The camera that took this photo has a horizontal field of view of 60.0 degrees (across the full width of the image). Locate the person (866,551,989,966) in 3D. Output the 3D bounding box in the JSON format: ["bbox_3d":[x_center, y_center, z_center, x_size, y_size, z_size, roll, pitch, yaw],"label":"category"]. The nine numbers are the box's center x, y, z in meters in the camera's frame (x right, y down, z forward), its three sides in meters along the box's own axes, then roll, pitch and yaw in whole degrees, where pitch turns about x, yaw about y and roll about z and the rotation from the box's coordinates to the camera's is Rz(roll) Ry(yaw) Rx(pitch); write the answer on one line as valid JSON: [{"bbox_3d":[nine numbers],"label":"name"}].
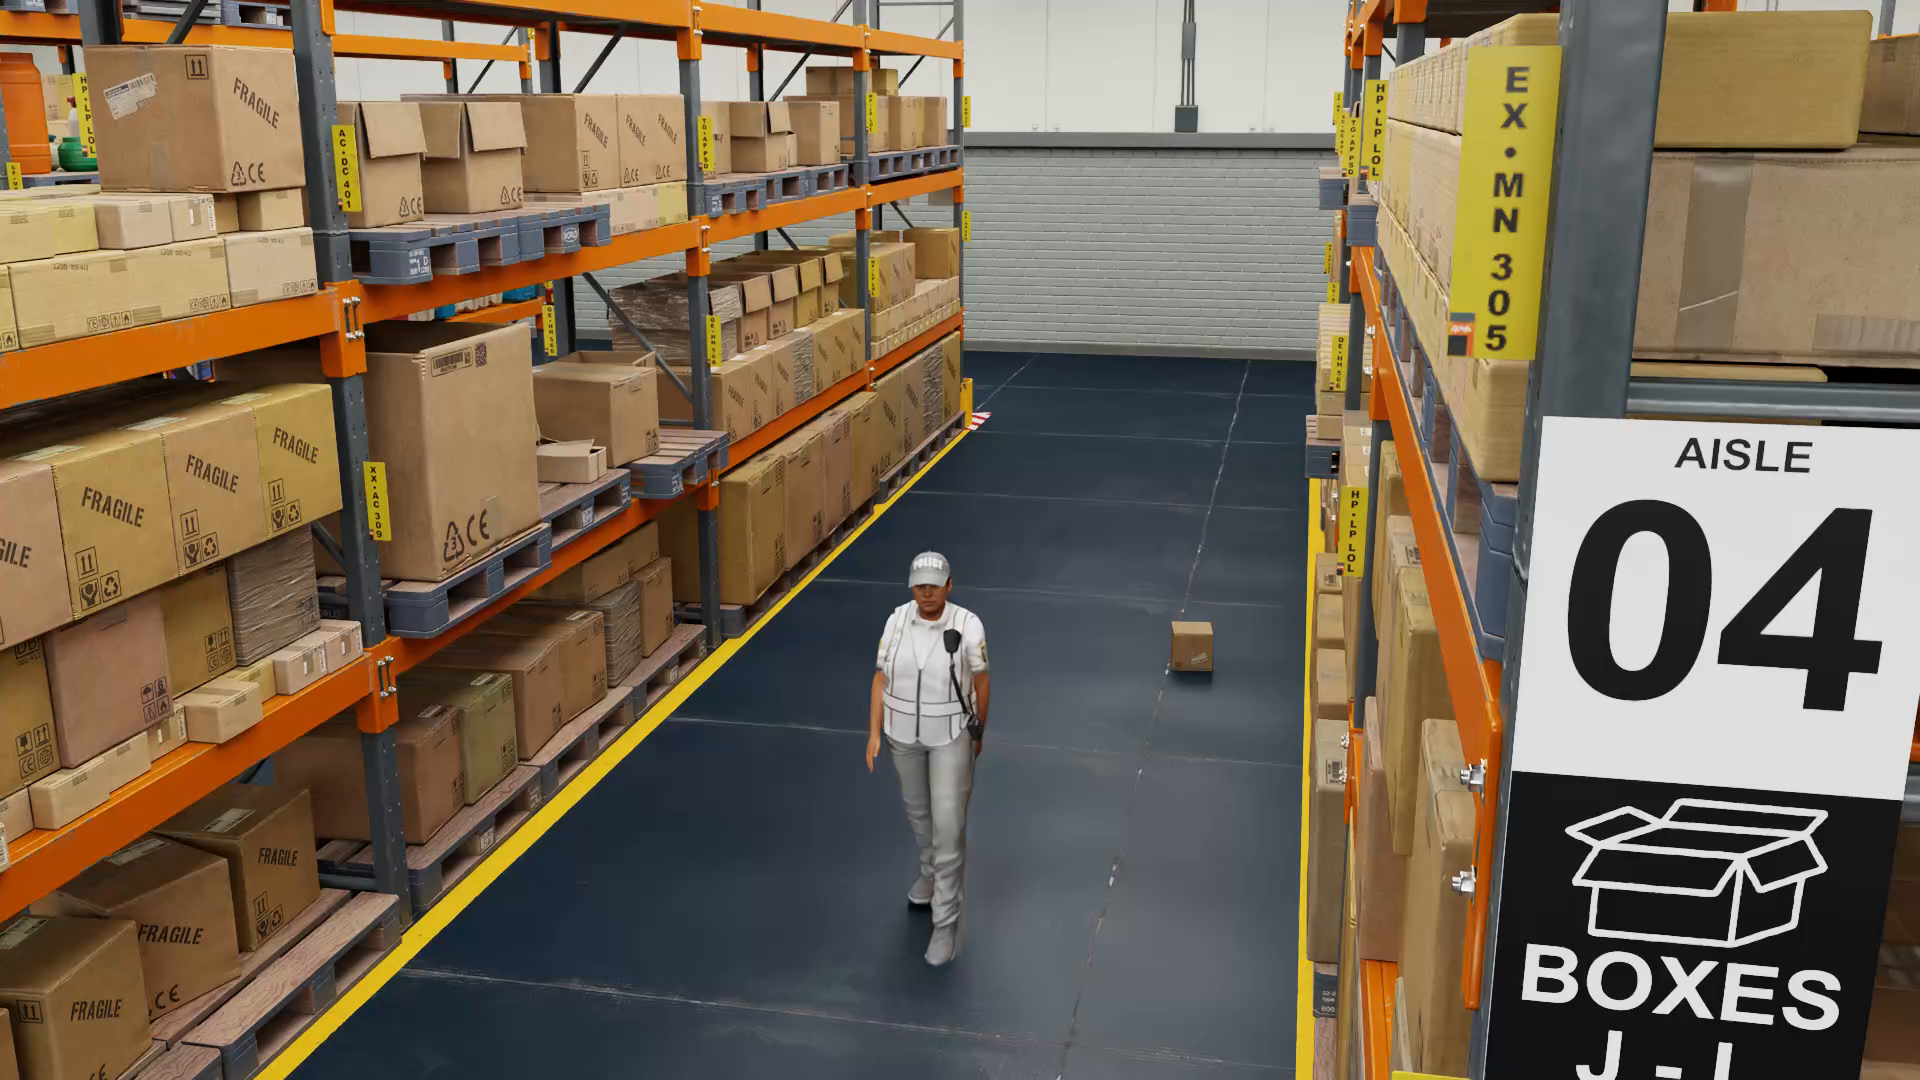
[{"bbox_3d":[-0.159,0.895,7.158,0.487,1.698,0.729,5,15,17],"label":"person"}]
